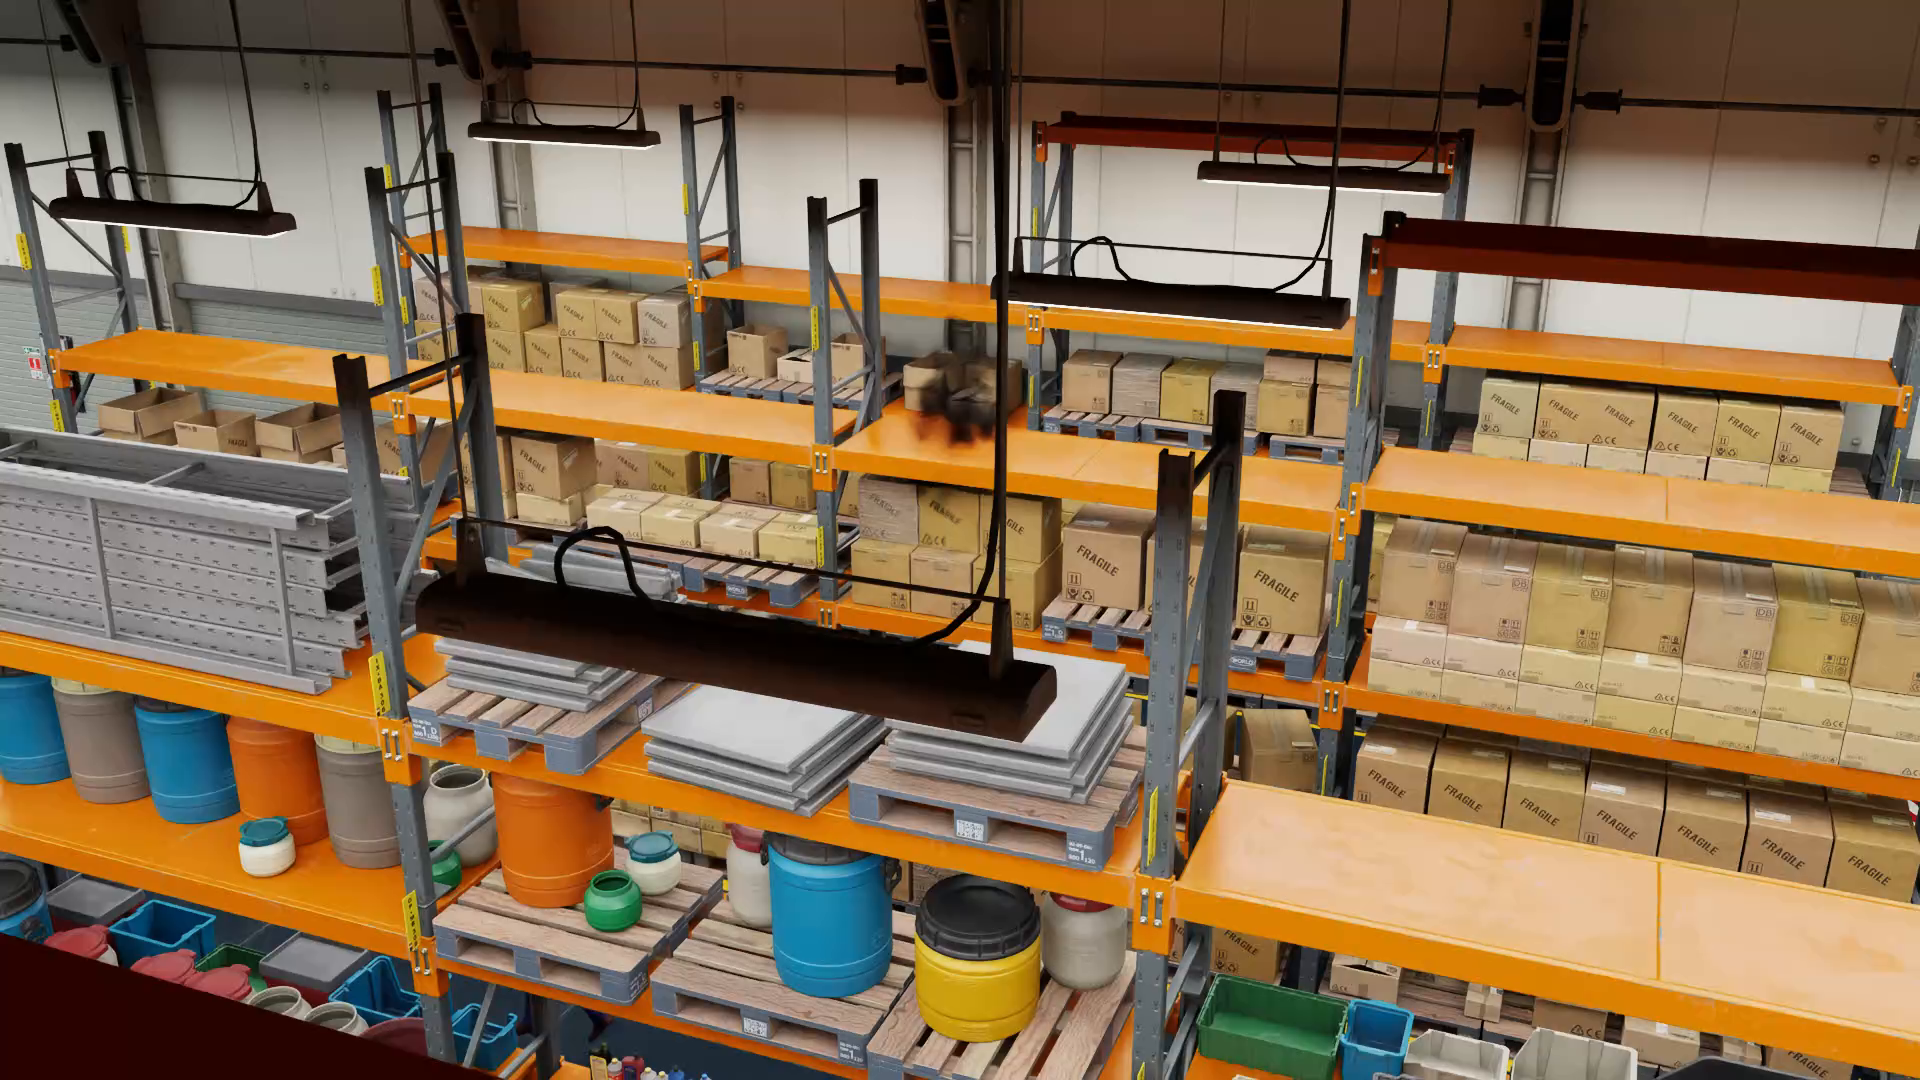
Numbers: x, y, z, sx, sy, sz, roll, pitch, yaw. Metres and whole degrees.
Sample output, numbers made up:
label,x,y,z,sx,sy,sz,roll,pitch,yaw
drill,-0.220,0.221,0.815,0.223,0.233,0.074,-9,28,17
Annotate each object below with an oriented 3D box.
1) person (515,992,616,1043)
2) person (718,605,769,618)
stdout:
label,x,y,z,sx,sy,sz,roll,pitch,yaw
person,-2.898,2.848,11.811,0.834,1.666,0.614,8,22,20
person,-2.176,0.767,17.106,0.551,1.768,0.668,5,21,14
